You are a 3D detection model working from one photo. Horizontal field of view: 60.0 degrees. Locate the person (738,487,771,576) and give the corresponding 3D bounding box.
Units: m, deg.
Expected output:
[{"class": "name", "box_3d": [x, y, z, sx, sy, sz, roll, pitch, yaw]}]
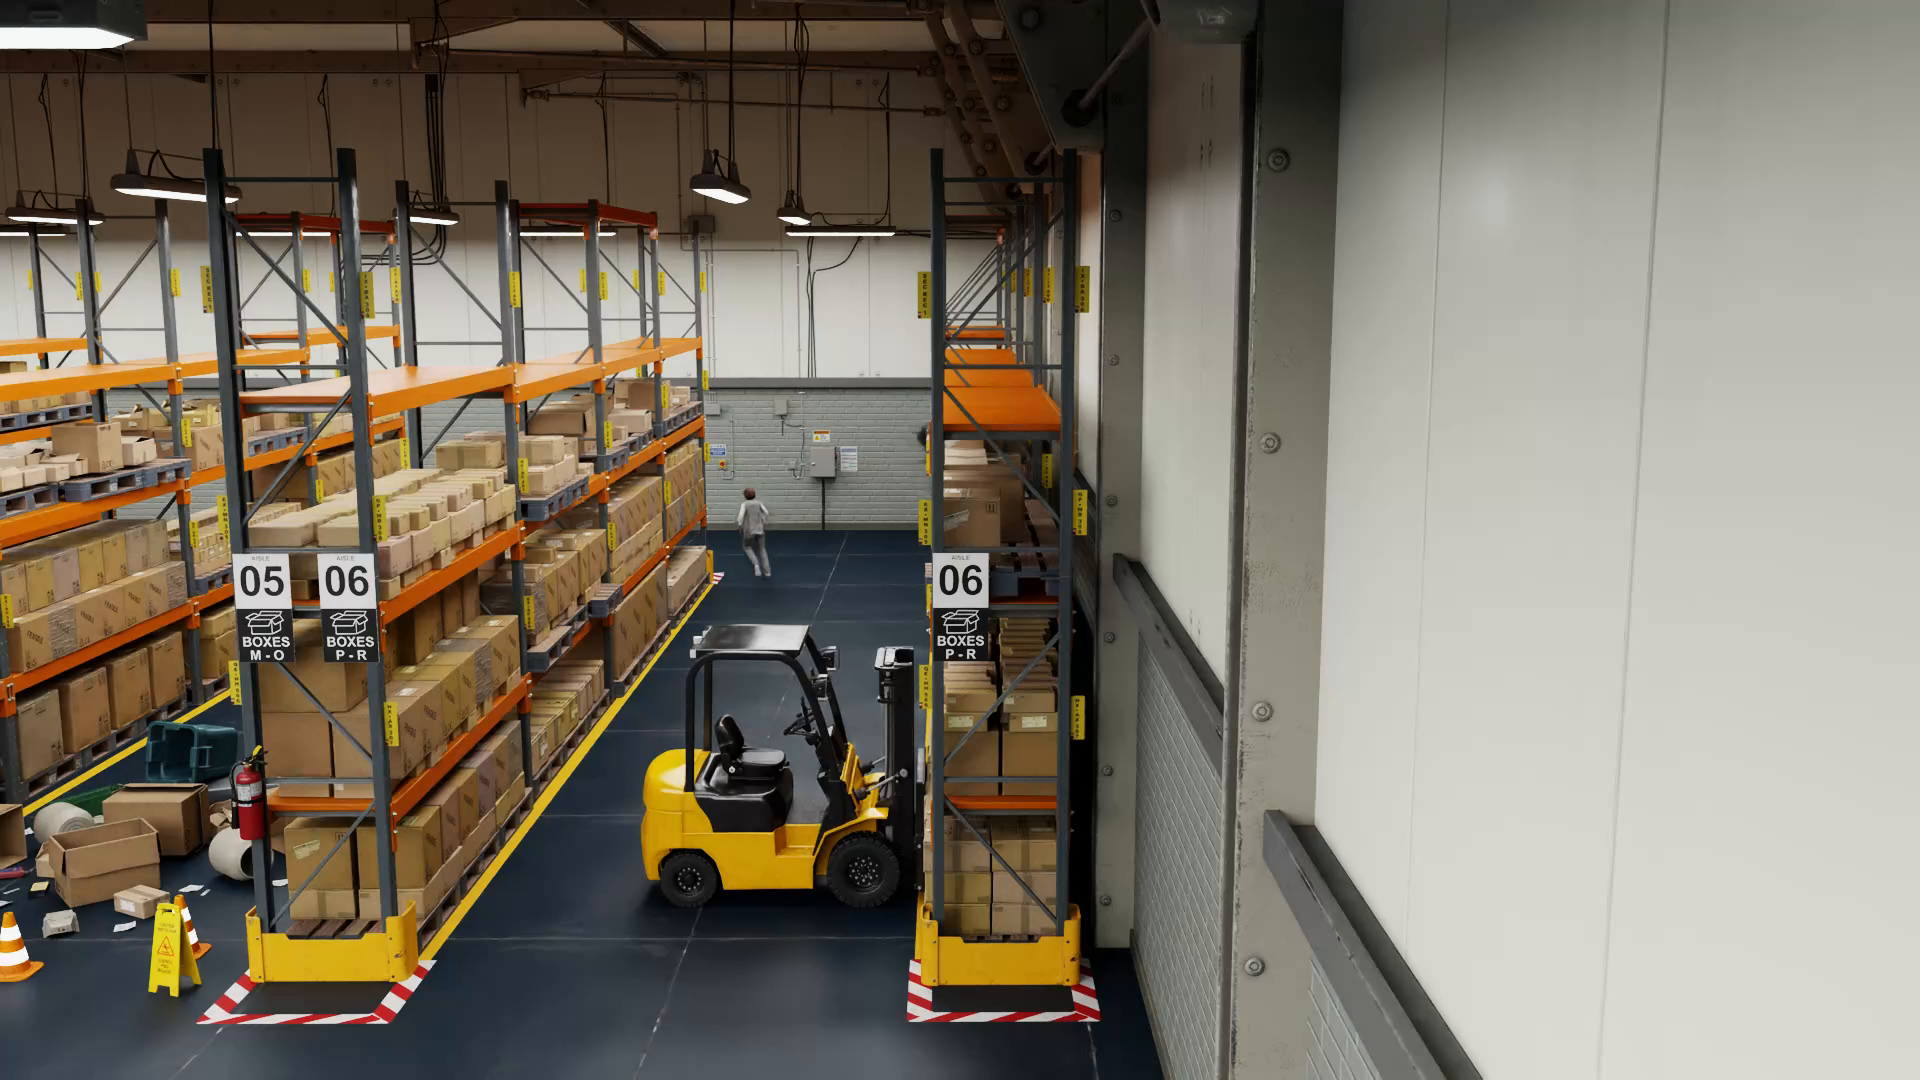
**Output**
[{"class": "person", "box_3d": [-3.545, -0.128, 28.343, 0.604, 1.561, 0.571, -4, 10, -26]}]
